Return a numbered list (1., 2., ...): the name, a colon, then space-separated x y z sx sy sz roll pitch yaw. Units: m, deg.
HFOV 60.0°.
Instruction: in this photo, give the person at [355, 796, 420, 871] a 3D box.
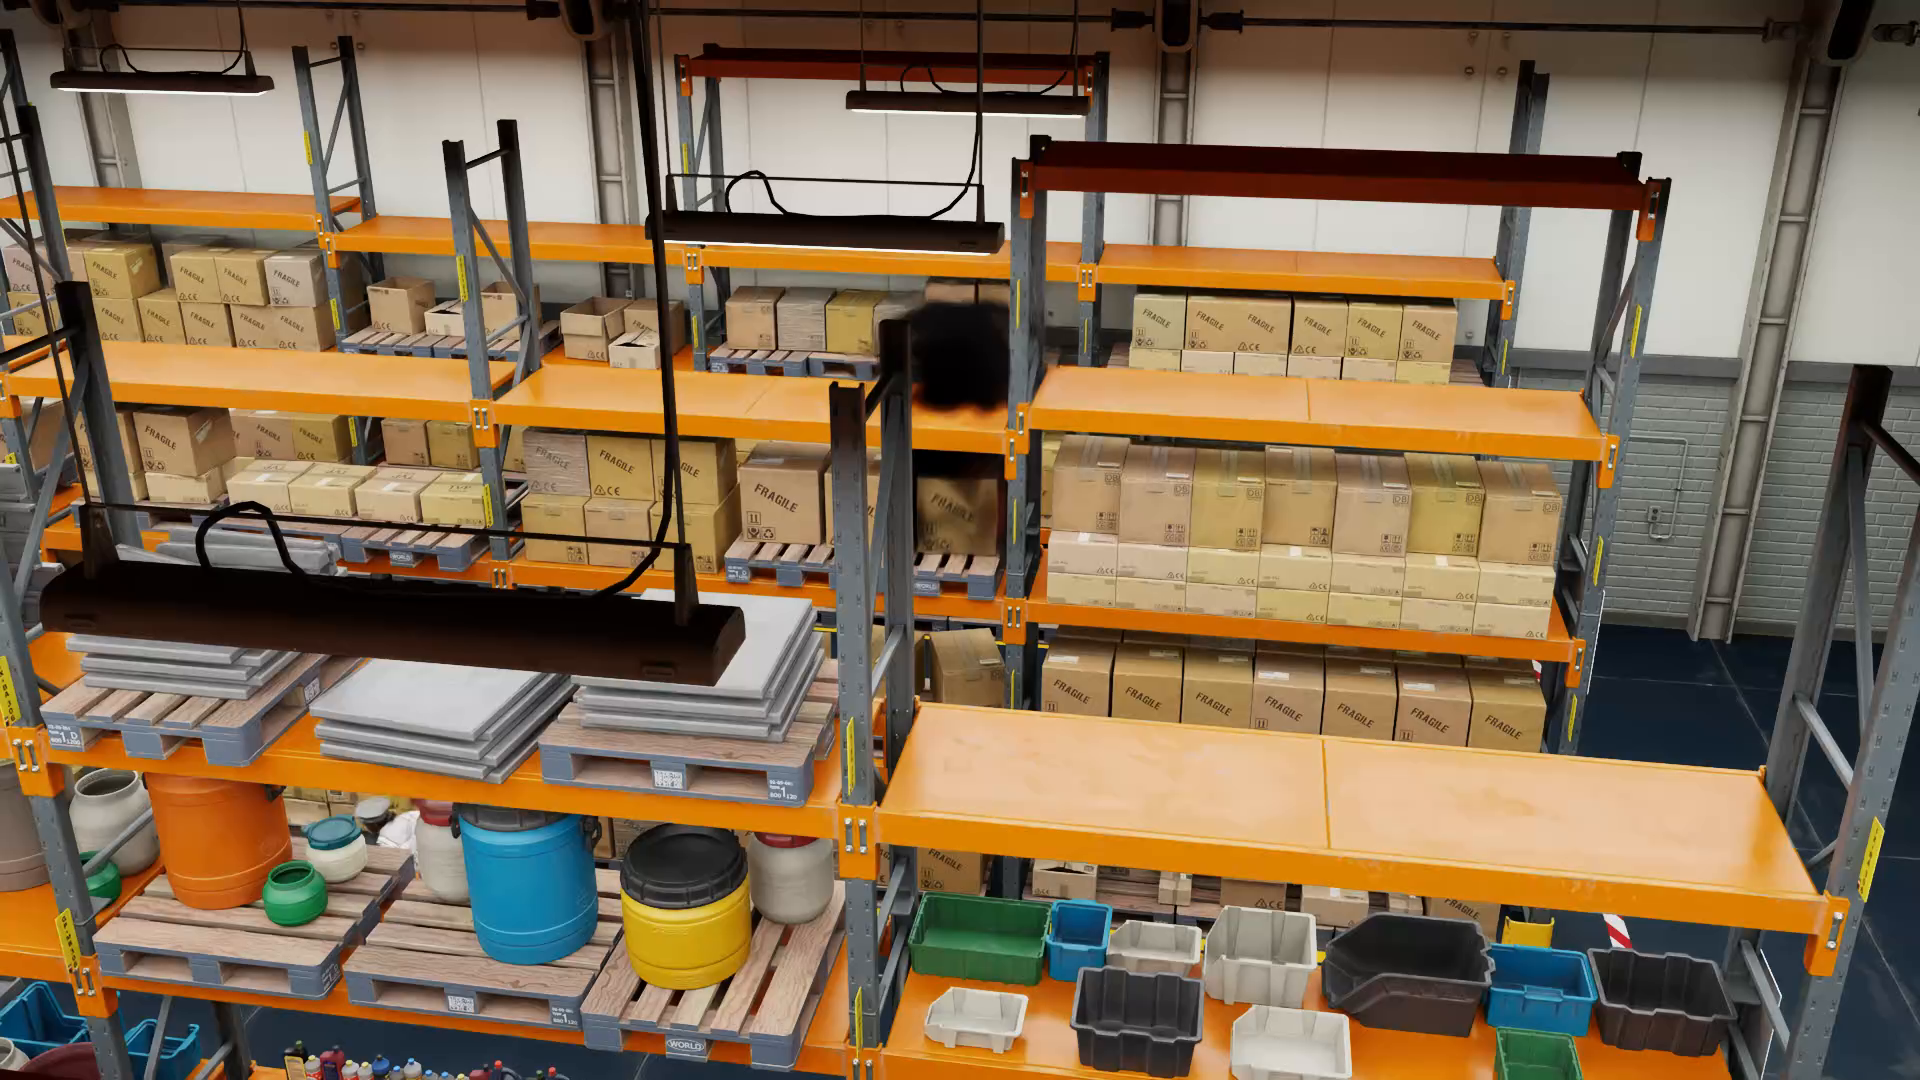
1. person: -4.017 2.580 12.455 0.971 1.408 0.599 7 24 17
